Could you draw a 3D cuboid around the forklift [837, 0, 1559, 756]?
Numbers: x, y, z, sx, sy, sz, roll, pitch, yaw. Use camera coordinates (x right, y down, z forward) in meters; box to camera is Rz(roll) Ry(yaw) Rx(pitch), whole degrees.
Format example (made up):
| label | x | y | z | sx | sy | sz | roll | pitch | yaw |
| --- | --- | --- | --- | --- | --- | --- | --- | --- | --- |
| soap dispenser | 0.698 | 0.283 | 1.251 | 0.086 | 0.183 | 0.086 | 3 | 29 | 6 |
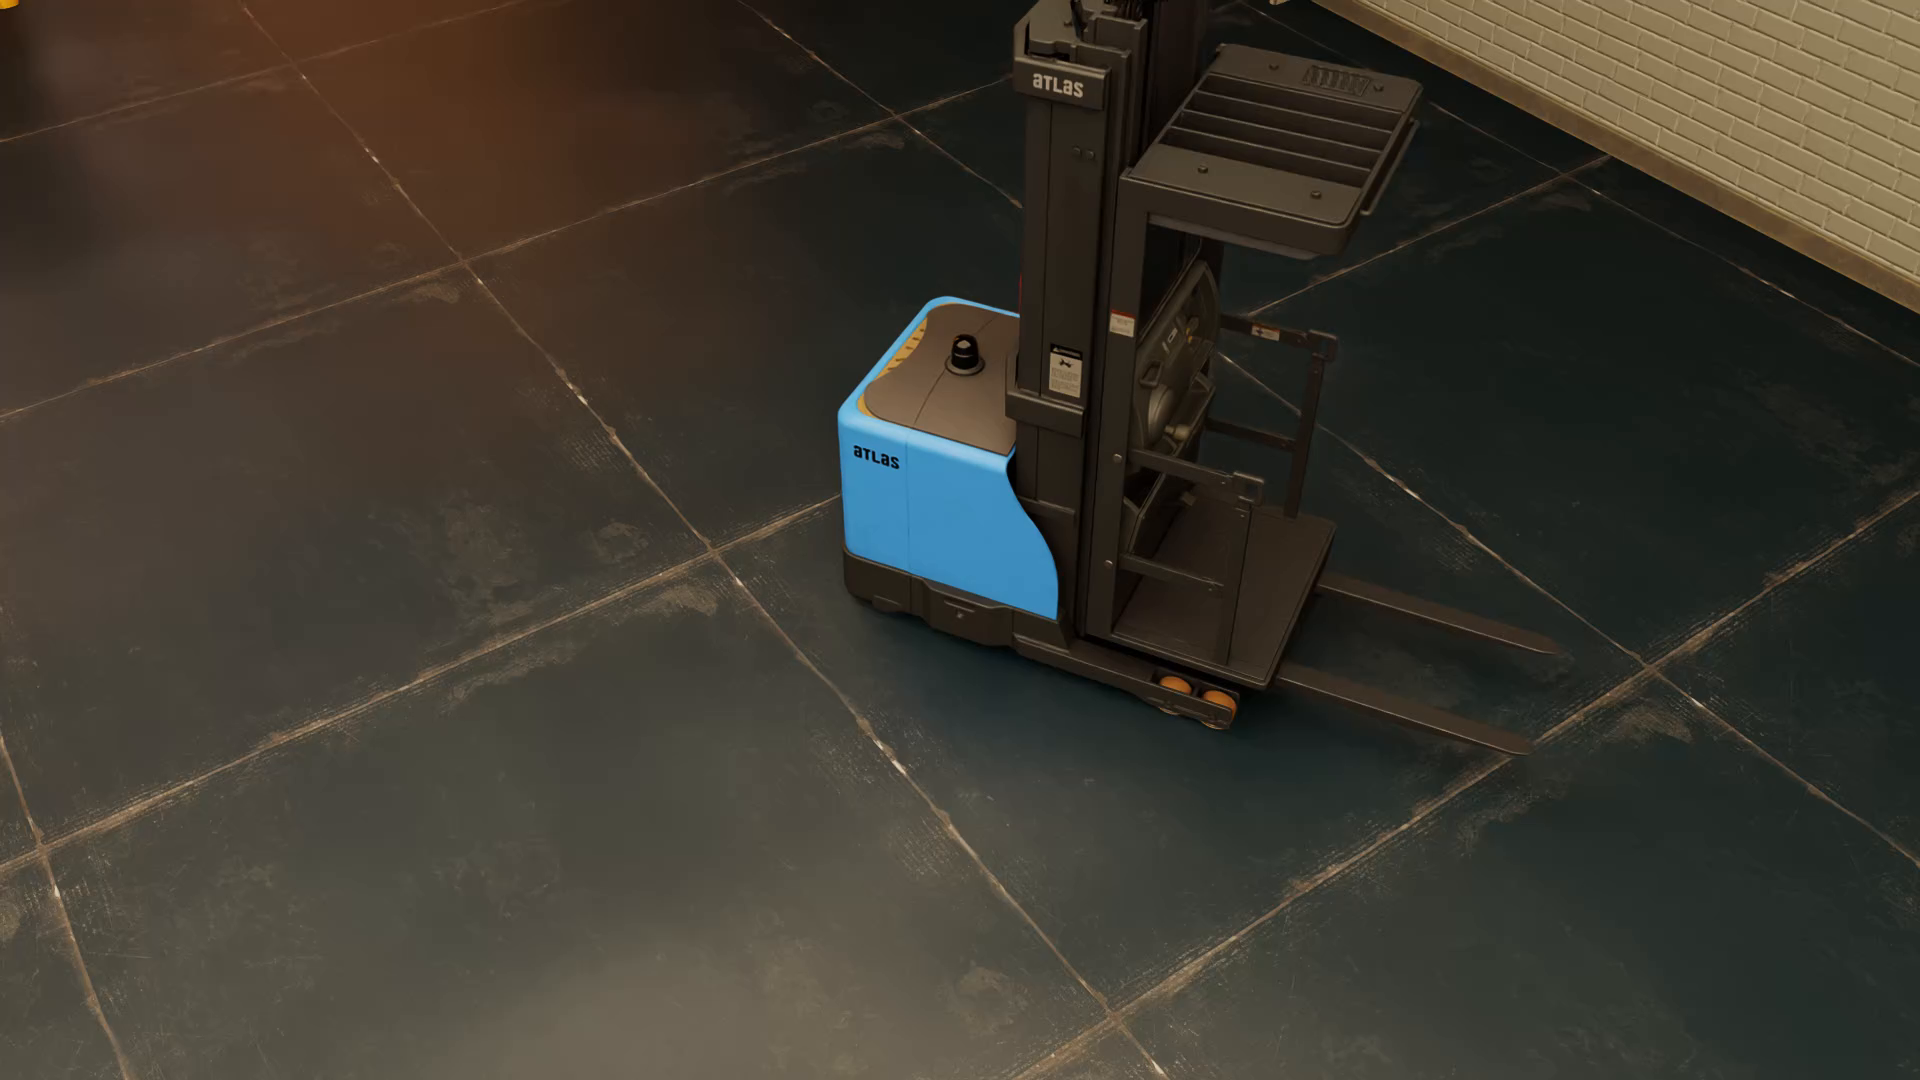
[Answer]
| label | x | y | z | sx | sy | sz | roll | pitch | yaw |
| --- | --- | --- | --- | --- | --- | --- | --- | --- | --- |
| forklift | 1.034 | -0.694 | 6.468 | 3.031 | 2.935 | 1.130 | 17 | 45 | 18 |
